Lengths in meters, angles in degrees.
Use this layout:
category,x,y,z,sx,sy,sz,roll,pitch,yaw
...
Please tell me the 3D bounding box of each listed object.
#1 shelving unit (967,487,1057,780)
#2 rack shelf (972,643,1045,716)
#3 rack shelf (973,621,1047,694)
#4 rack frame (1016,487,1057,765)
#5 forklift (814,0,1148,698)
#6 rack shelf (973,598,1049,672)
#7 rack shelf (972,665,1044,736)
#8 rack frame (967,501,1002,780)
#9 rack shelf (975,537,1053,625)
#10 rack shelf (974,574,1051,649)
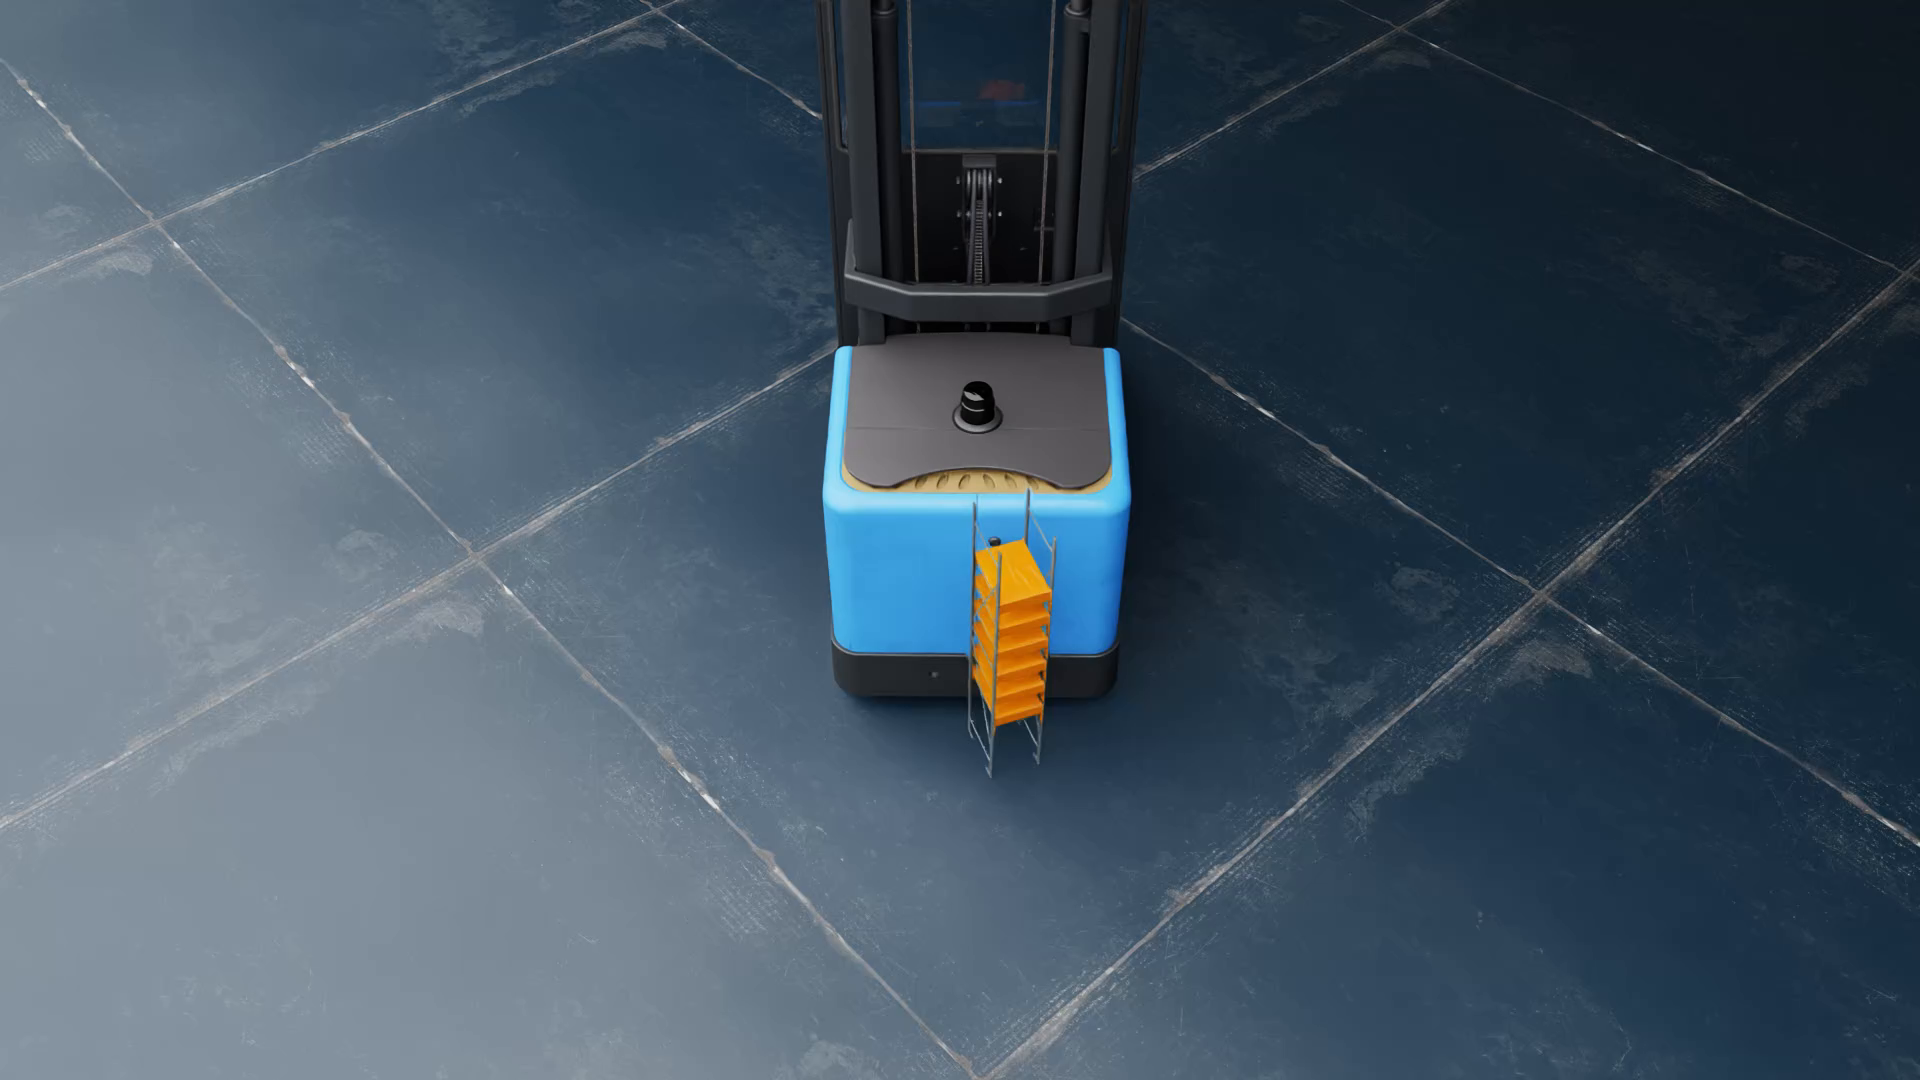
category,x,y,z,sx,sy,sz,roll,pitch,yaw
shelving unit,0.163,0.345,5.613,0.189,1.200,0.258,-15,49,-14
rack shelf,0.161,0.457,5.734,0.180,0.103,0.258,-15,49,-14
rack shelf,0.163,0.376,5.645,0.180,0.103,0.258,-15,49,-14
rack frame,0.249,0.323,5.635,0.006,1.200,0.240,-15,49,-14
forklift,0.071,-1.481,6.122,1.130,2.935,3.031,0,47,0
rack shelf,0.164,0.294,5.557,0.180,0.103,0.258,-15,49,-14
rack shelf,0.160,0.538,5.822,0.180,0.103,0.258,-15,49,-14
rack frame,0.077,0.368,5.591,0.006,1.200,0.240,-15,49,-14
rack shelf,0.167,0.131,5.381,0.180,0.103,0.258,-15,49,-14
rack shelf,0.165,0.213,5.469,0.180,0.103,0.258,-15,49,-14
